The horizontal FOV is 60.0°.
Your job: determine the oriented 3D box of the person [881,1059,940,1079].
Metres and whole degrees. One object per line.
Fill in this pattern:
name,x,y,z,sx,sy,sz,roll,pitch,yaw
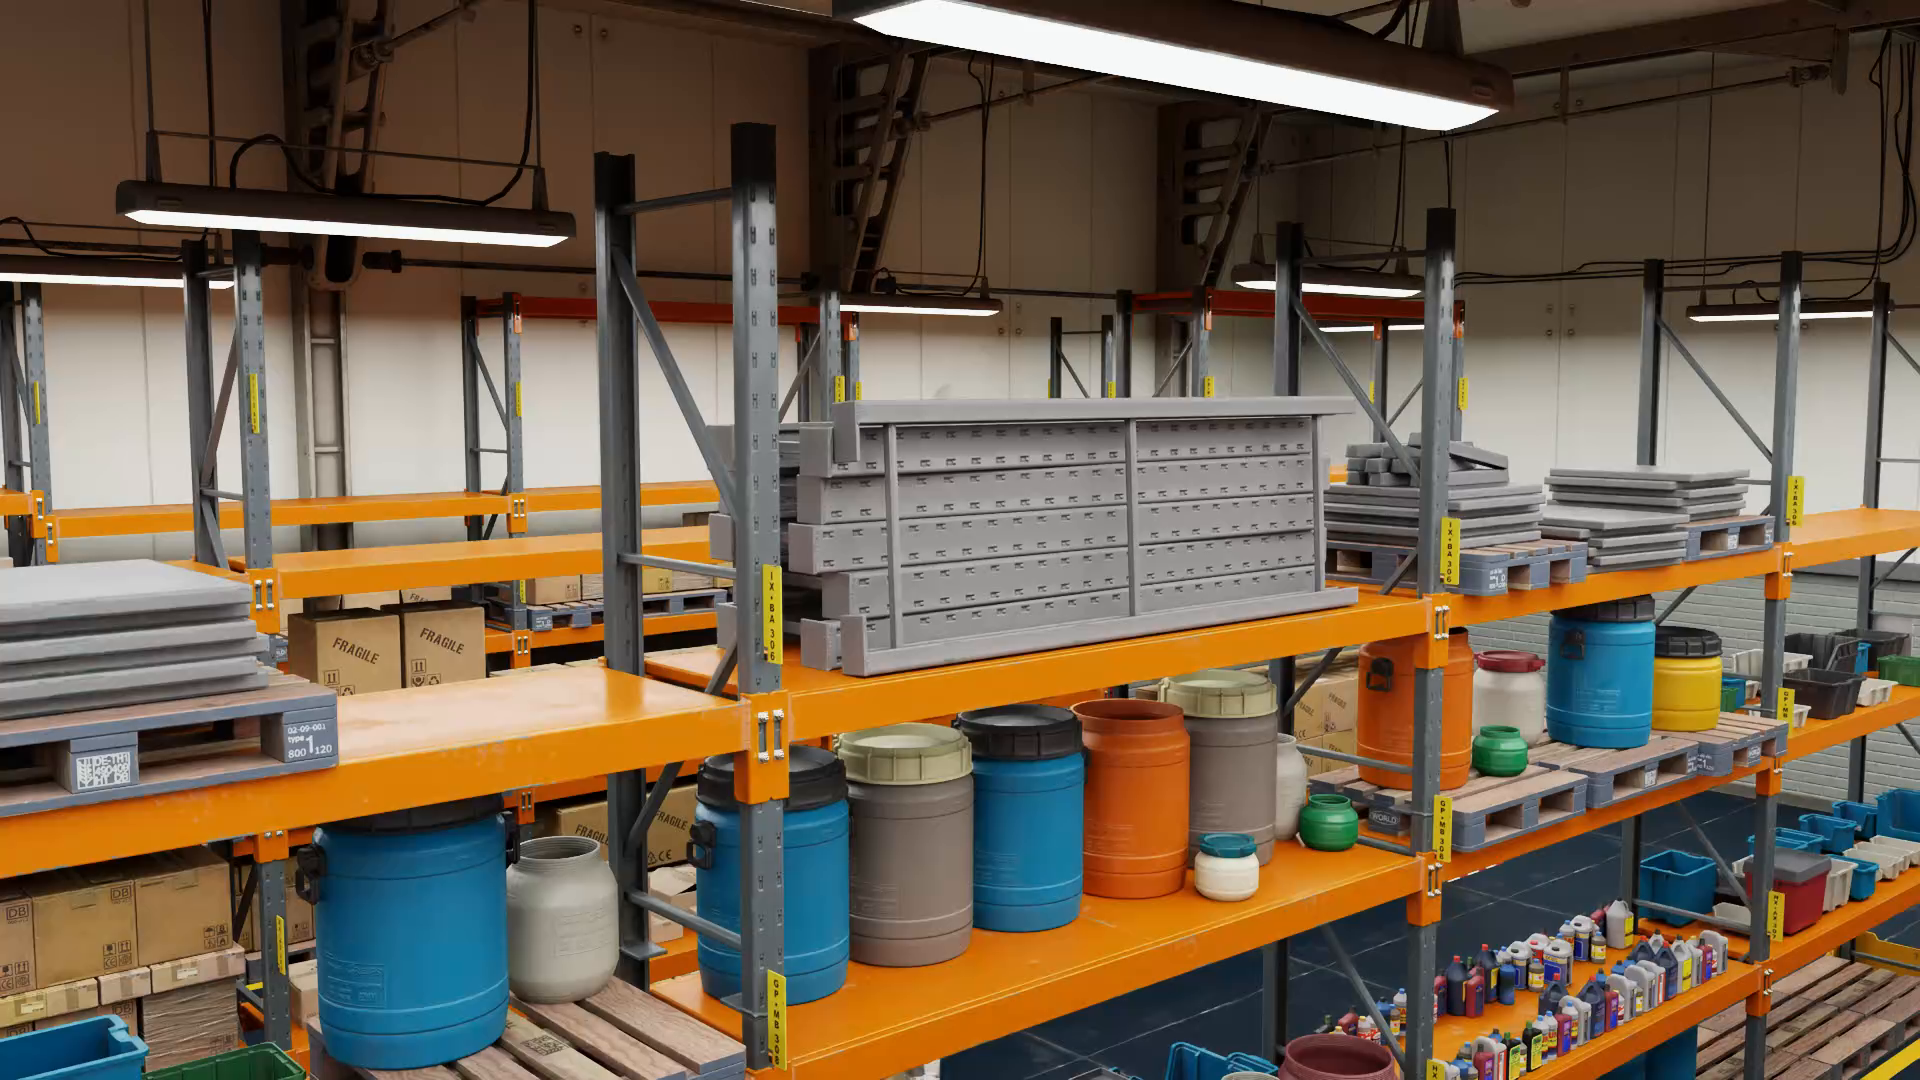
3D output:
person,-0.303,3.431,9.928,0.503,1.644,0.710,4,7,34
